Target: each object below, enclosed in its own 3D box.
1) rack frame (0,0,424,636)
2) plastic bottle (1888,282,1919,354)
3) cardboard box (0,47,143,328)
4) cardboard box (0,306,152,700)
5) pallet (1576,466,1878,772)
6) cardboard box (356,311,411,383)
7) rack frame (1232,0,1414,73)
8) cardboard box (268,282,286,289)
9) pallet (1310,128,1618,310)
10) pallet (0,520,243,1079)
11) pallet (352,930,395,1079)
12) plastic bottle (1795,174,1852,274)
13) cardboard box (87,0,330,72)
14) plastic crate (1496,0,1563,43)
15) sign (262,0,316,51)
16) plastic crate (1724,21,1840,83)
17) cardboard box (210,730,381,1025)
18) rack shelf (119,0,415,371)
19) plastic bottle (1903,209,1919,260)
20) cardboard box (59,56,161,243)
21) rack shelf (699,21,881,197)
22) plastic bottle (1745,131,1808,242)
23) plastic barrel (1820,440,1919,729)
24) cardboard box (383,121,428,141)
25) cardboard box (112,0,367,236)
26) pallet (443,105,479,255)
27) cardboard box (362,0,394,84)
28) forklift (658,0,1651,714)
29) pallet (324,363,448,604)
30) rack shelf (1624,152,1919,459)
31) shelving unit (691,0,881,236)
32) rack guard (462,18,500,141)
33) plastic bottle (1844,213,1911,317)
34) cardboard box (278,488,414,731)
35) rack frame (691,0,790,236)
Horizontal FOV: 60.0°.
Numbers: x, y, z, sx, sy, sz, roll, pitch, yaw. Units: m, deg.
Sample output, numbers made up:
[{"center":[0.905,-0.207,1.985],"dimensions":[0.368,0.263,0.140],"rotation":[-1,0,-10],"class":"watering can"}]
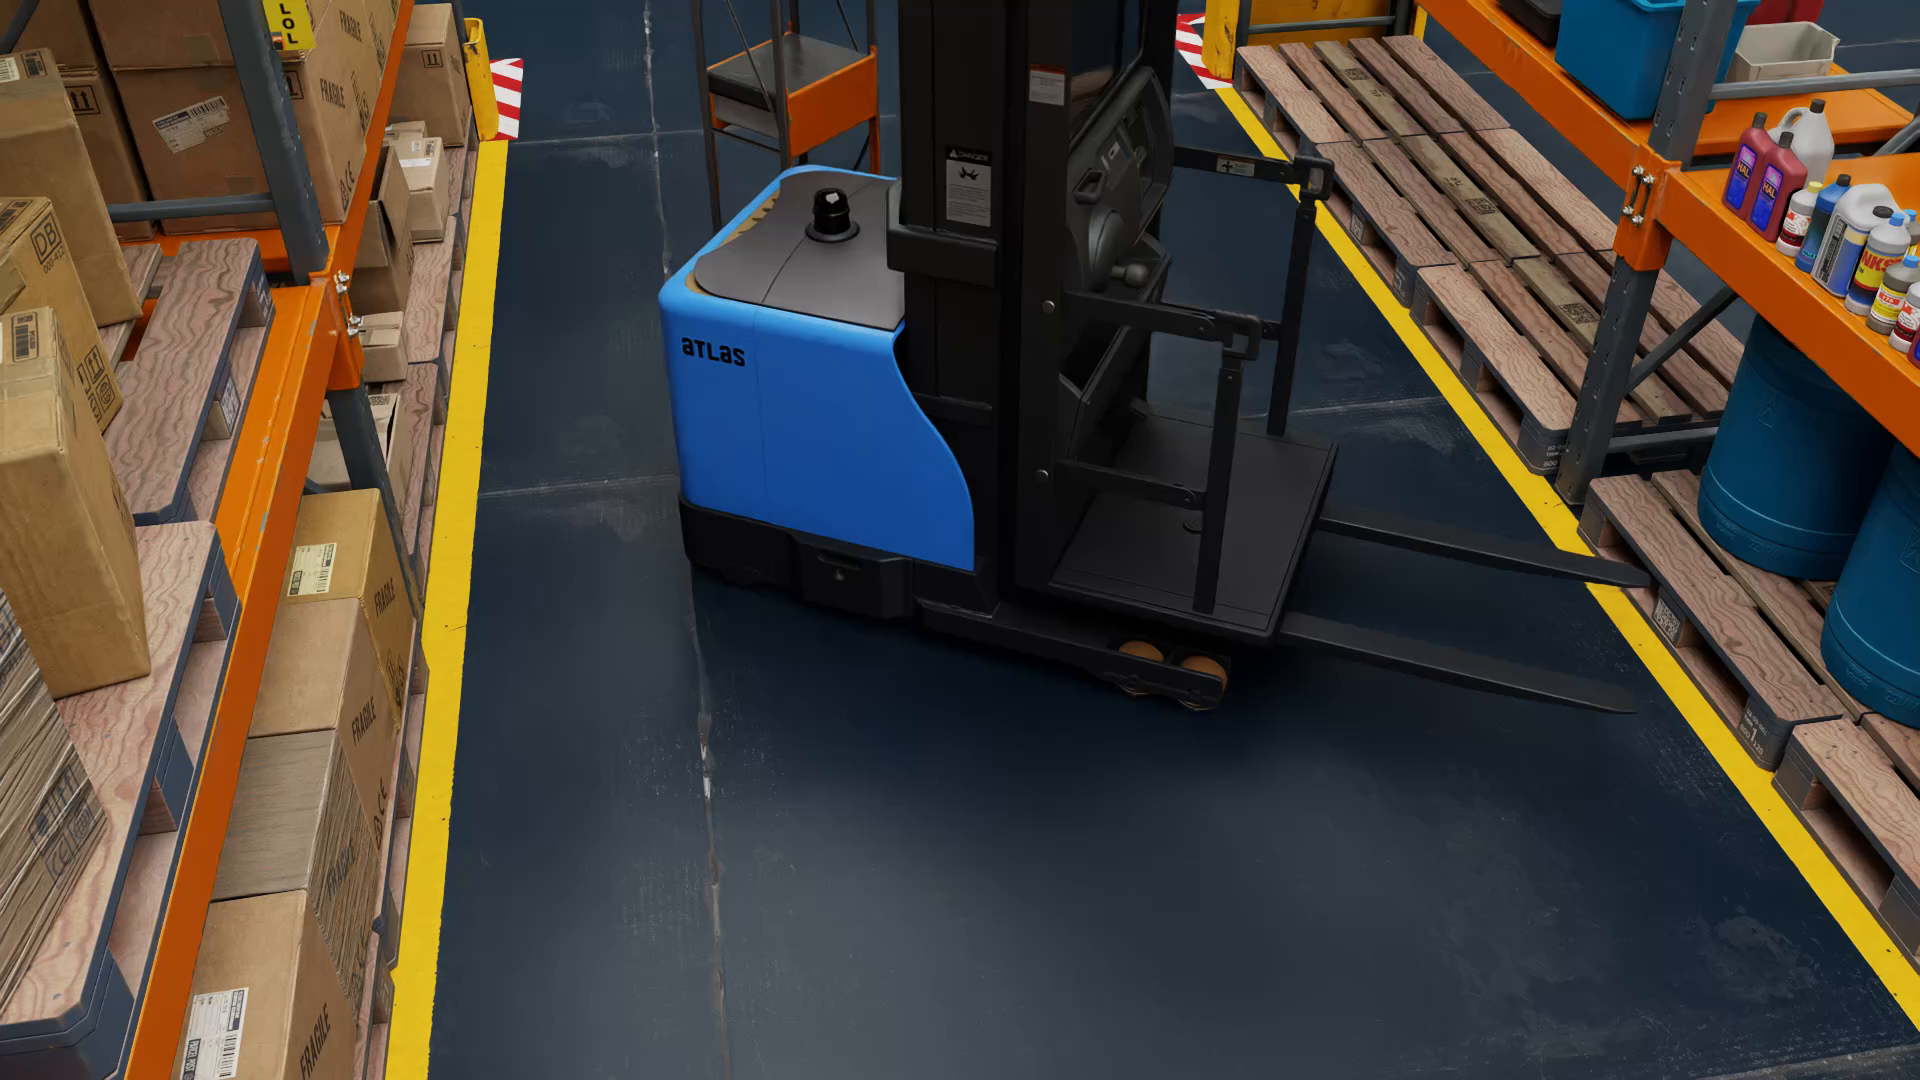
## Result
[{"center":[-2.237,-0.859,4.411],"dimensions":[1.000,3.000,0.127],"rotation":[-6,38,-8],"class":"rack frame"},{"center":[2.438,-0.579,4.212],"dimensions":[0.097,0.201,0.097],"rotation":[0,38,0],"class":"plastic bottle"},{"center":[-2.374,-0.754,3.852],"dimensions":[0.700,0.500,0.500],"rotation":[-19,42,-23],"class":"cardboard box"},{"center":[-1.867,-0.004,2.886],"dimensions":[0.700,0.500,0.500],"rotation":[-16,41,-19],"class":"cardboard box"},{"center":[2.734,0.182,5.343],"dimensions":[1.003,0.211,1.213],"rotation":[-6,38,-8],"class":"pallet"},{"center":[-2.259,-0.712,6.172],"dimensions":[0.380,0.166,0.250],"rotation":[-6,38,-8],"class":"cardboard box"},{"center":[1.939,-3.805,8.203],"dimensions":[1.000,3.000,0.127],"rotation":[-6,38,-8],"class":"rack frame"},{"center":[-2.748,-0.737,6.087],"dimensions":[0.500,0.311,0.500],"rotation":[-6,38,-8],"class":"cardboard box"},{"center":[2.256,-1.467,7.466],"dimensions":[1.003,0.211,1.213],"rotation":[-6,38,-8],"class":"pallet"},{"center":[-1.881,0.459,2.871],"dimensions":[1.003,0.211,1.213],"rotation":[-6,38,-8],"class":"pallet"},{"center":[-1.840,1.468,3.688],"dimensions":[1.003,0.211,1.213],"rotation":[-6,38,-8],"class":"pallet"},{"center":[2.363,-0.864,4.522],"dimensions":[0.097,0.271,0.097],"rotation":[0,38,0],"class":"plastic bottle"},{"center":[-2.043,-1.608,4.478],"dimensions":[0.500,0.500,0.500],"rotation":[-5,38,-7],"class":"cardboard box"},{"center":[2.179,-1.952,5.992],"dimensions":[0.437,0.125,0.590],"rotation":[-6,38,-8],"class":"plastic crate"},{"center":[-1.691,-1.378,4.135],"dimensions":[0.100,0.325,0.005],"rotation":[-6,38,-8],"class":"sign"},{"center":[2.699,-1.605,5.537],"dimensions":[0.396,0.136,0.243],"rotation":[-6,38,-8],"class":"plastic crate"},{"center":[-1.703,0.824,3.923],"dimensions":[0.500,0.500,0.500],"rotation":[-6,38,-7],"class":"cardboard box"},{"center":[-2.588,-1.783,6.186],"dimensions":[1.077,0.370,4.000],"rotation":[-6,38,-8],"class":"rack shelf"},{"center":[2.530,-0.794,4.489],"dimensions":[0.097,0.201,0.097],"rotation":[0,38,0],"class":"plastic bottle"},{"center":[-2.577,-1.173,4.733],"dimensions":[0.500,0.500,0.500],"rotation":[-6,38,-7],"class":"cardboard box"},{"center":[-0.604,-1.504,5.996],"dimensions":[0.431,0.518,0.480],"rotation":[25,44,28],"class":"rack shelf"},{"center":[2.308,-0.995,4.681],"dimensions":[0.061,0.283,0.133],"rotation":[-6,38,-8],"class":"plastic bottle"},{"center":[2.843,0.032,4.632],"dimensions":[0.600,0.901,0.708],"rotation":[-6,38,-8],"class":"plastic barrel"},{"center":[-2.618,-1.773,7.539],"dimensions":[0.380,0.166,0.250],"rotation":[-6,38,-8],"class":"cardboard box"},{"center":[-2.058,-1.235,4.814],"dimensions":[0.500,0.500,0.500],"rotation":[-5,38,-7],"class":"cardboard box"},{"center":[-2.784,-1.646,7.697],"dimensions":[1.003,0.211,1.213],"rotation":[-6,38,-8],"class":"pallet"},{"center":[-2.237,-1.847,5.601],"dimensions":[0.500,0.500,0.500],"rotation":[-6,38,-8],"class":"cardboard box"},{"center":[0.644,-1.008,4.659],"dimensions":[3.031,2.935,1.130],"rotation":[13,40,16],"class":"forklift"},{"center":[-2.357,-0.172,5.800],"dimensions":[1.003,0.211,1.213],"rotation":[-6,38,-8],"class":"pallet"},{"center":[2.991,0.103,3.759],"dimensions":[1.077,0.370,4.000],"rotation":[-6,38,-8],"class":"rack shelf"},{"center":[-0.604,-1.515,5.987],"dimensions":[0.431,2.100,0.503],"rotation":[25,44,28],"class":"shelving unit"},{"center":[-2.925,-2.242,8.228],"dimensions":[1.175,0.500,0.348],"rotation":[-6,38,-8],"class":"rack guard"},{"center":[2.404,-0.724,4.342],"dimensions":[0.097,0.271,0.097],"rotation":[0,38,0],"class":"plastic bottle"},{"center":[-1.868,0.222,4.698],"dimensions":[0.500,0.500,0.500],"rotation":[-6,38,-8],"class":"cardboard box"},{"center":[-0.750,-1.395,5.833],"dimensions":[0.400,2.100,0.015],"rotation":[25,44,28],"class":"rack frame"}]
